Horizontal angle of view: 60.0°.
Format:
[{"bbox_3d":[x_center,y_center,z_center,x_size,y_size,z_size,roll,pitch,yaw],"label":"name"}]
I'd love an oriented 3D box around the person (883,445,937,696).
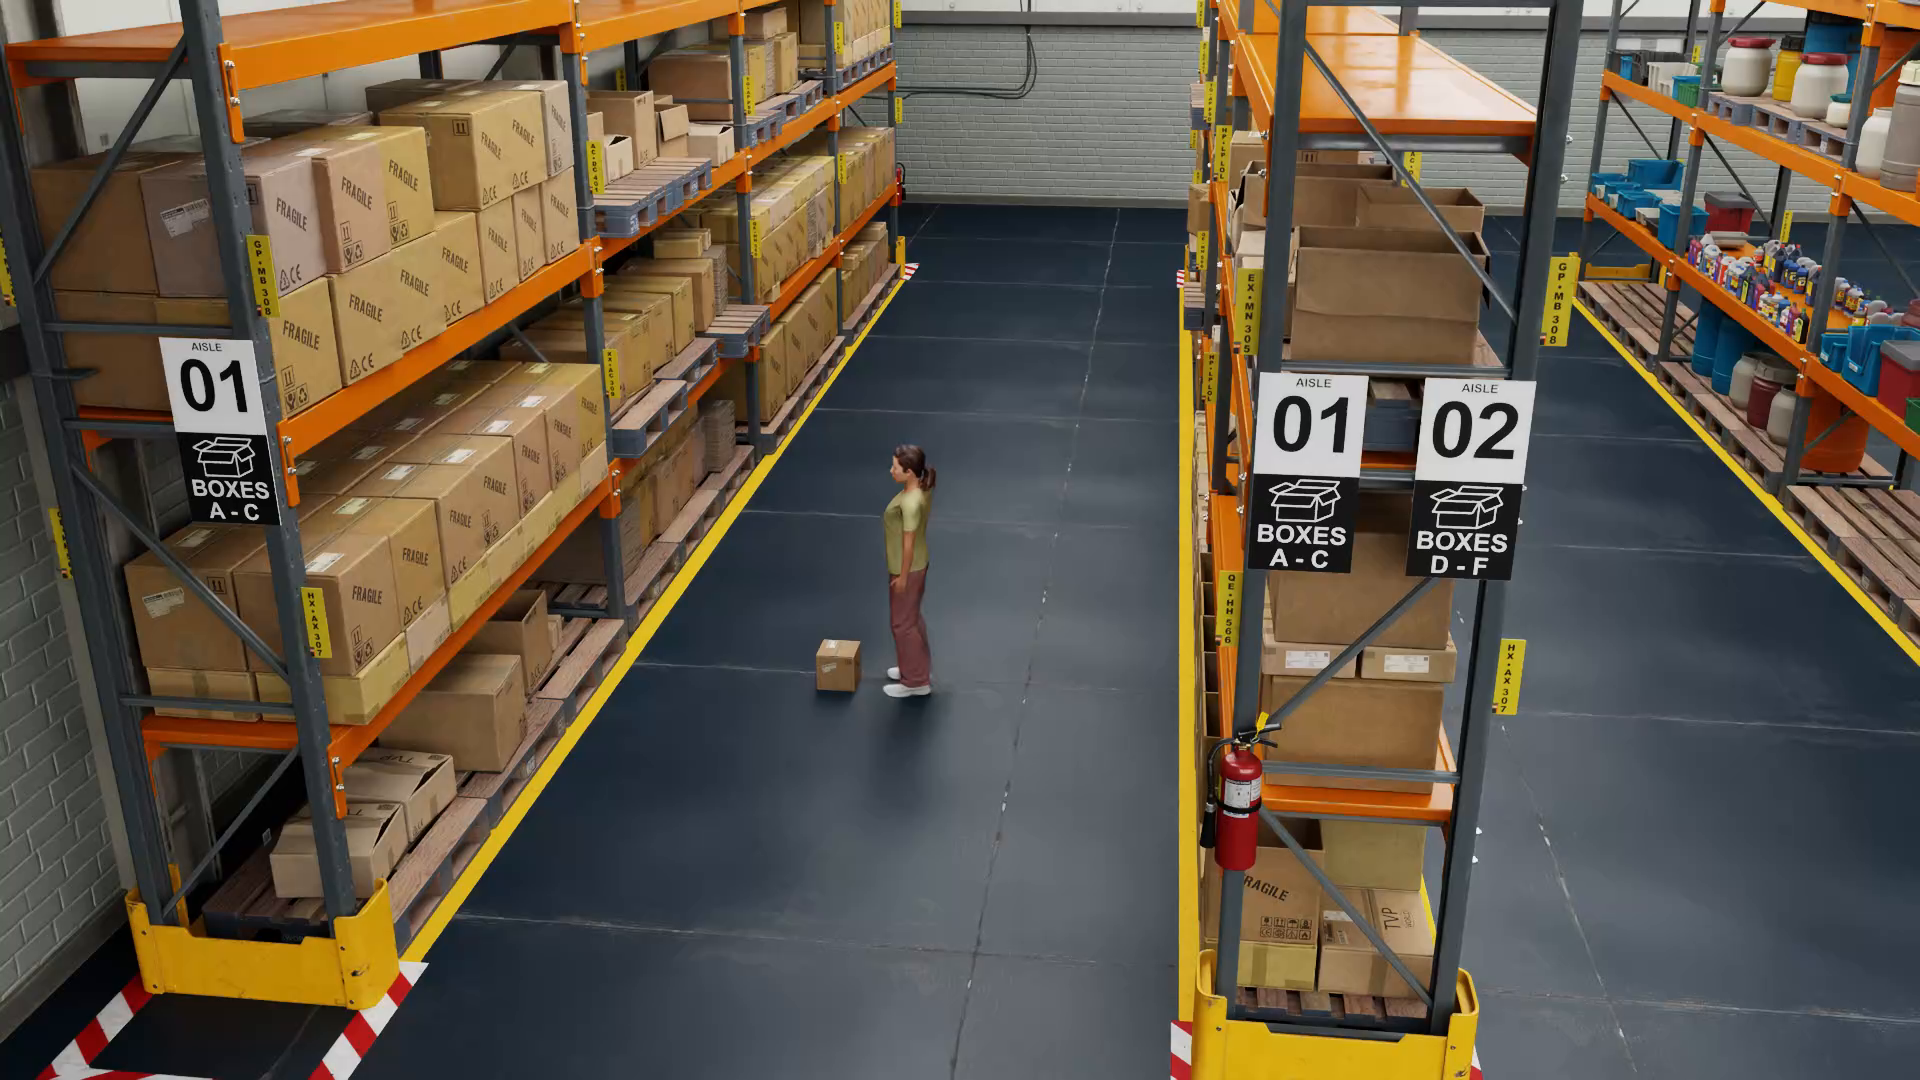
[{"bbox_3d":[-0.319,0.190,10.612,0.364,1.675,0.441,3,21,8],"label":"person"}]
